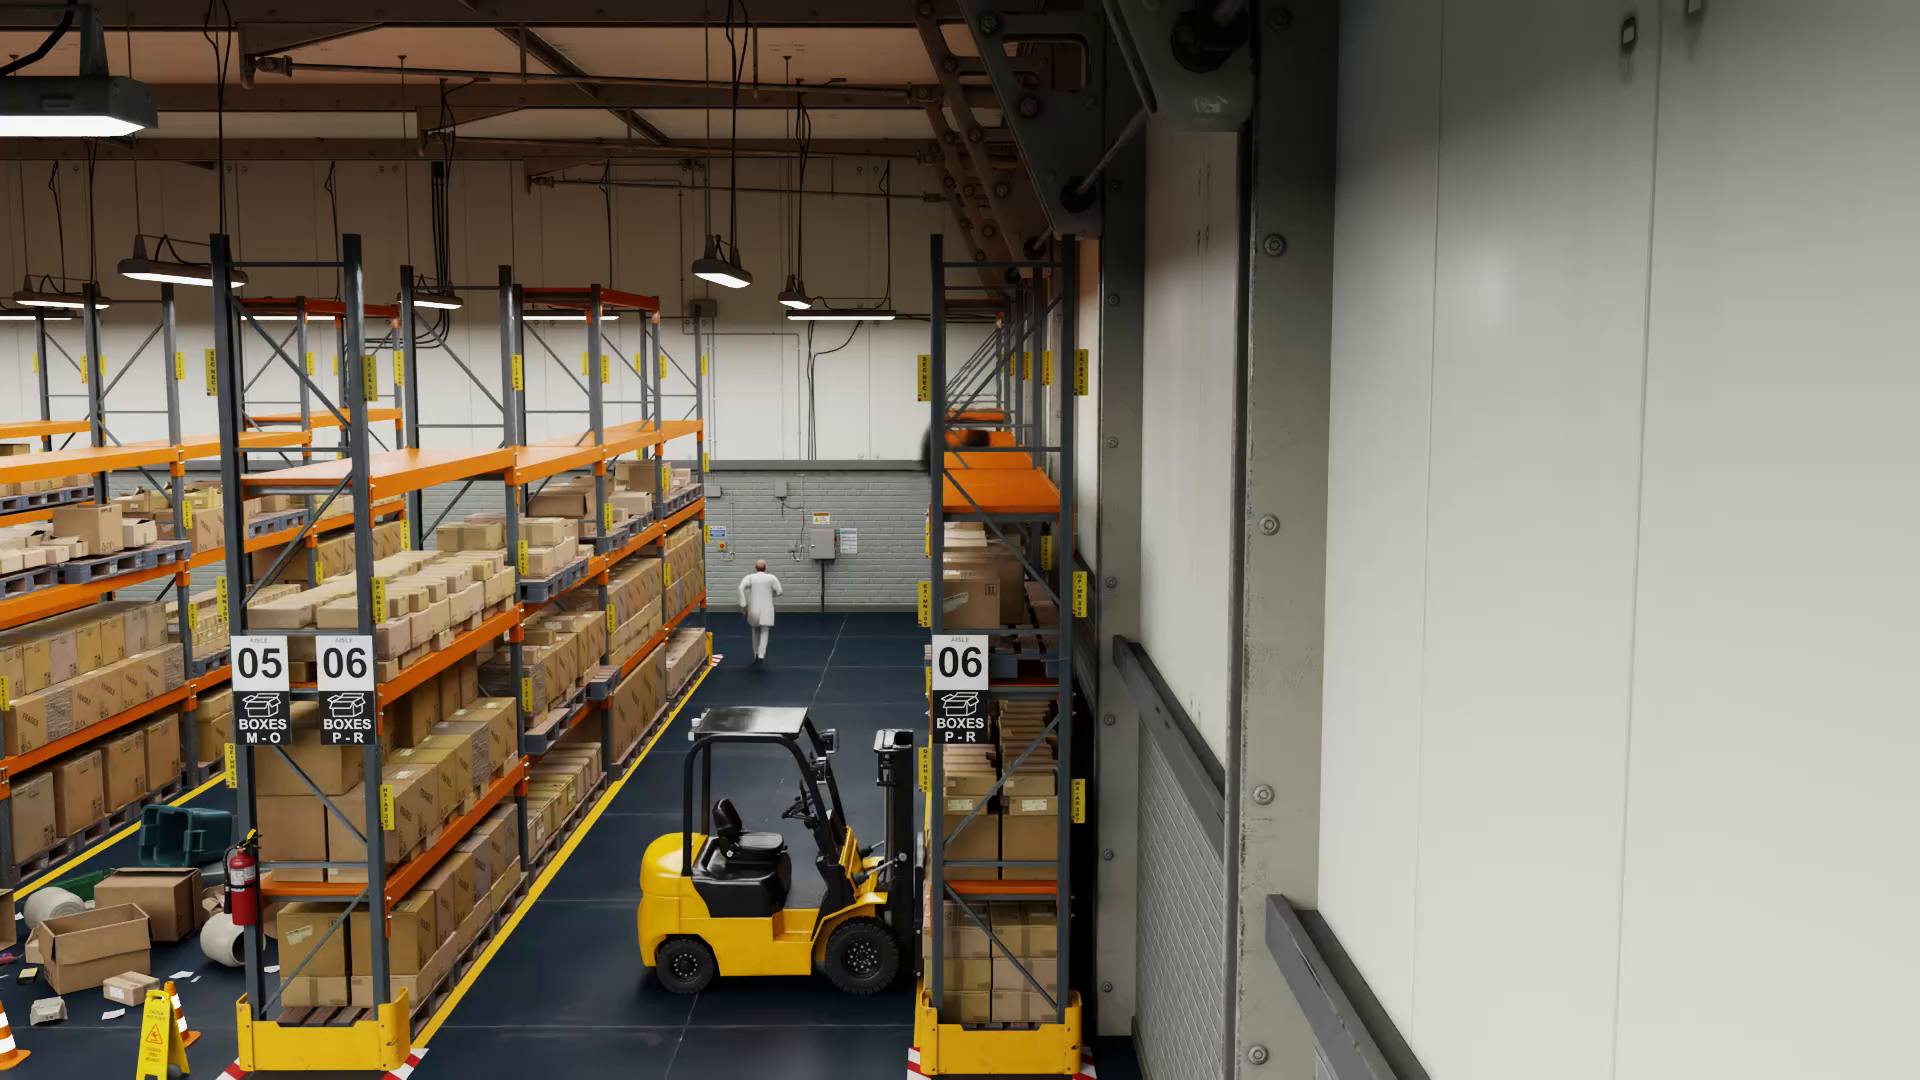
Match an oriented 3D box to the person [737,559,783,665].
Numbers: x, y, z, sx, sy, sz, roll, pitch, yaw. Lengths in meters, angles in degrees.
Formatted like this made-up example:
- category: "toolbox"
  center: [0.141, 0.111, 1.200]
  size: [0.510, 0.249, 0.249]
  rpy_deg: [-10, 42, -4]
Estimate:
- category: "person"
  center: [-3.319, 1.233, 27.738]
  size: [0.733, 1.818, 0.994]
  rpy_deg: [0, 6, -1]
